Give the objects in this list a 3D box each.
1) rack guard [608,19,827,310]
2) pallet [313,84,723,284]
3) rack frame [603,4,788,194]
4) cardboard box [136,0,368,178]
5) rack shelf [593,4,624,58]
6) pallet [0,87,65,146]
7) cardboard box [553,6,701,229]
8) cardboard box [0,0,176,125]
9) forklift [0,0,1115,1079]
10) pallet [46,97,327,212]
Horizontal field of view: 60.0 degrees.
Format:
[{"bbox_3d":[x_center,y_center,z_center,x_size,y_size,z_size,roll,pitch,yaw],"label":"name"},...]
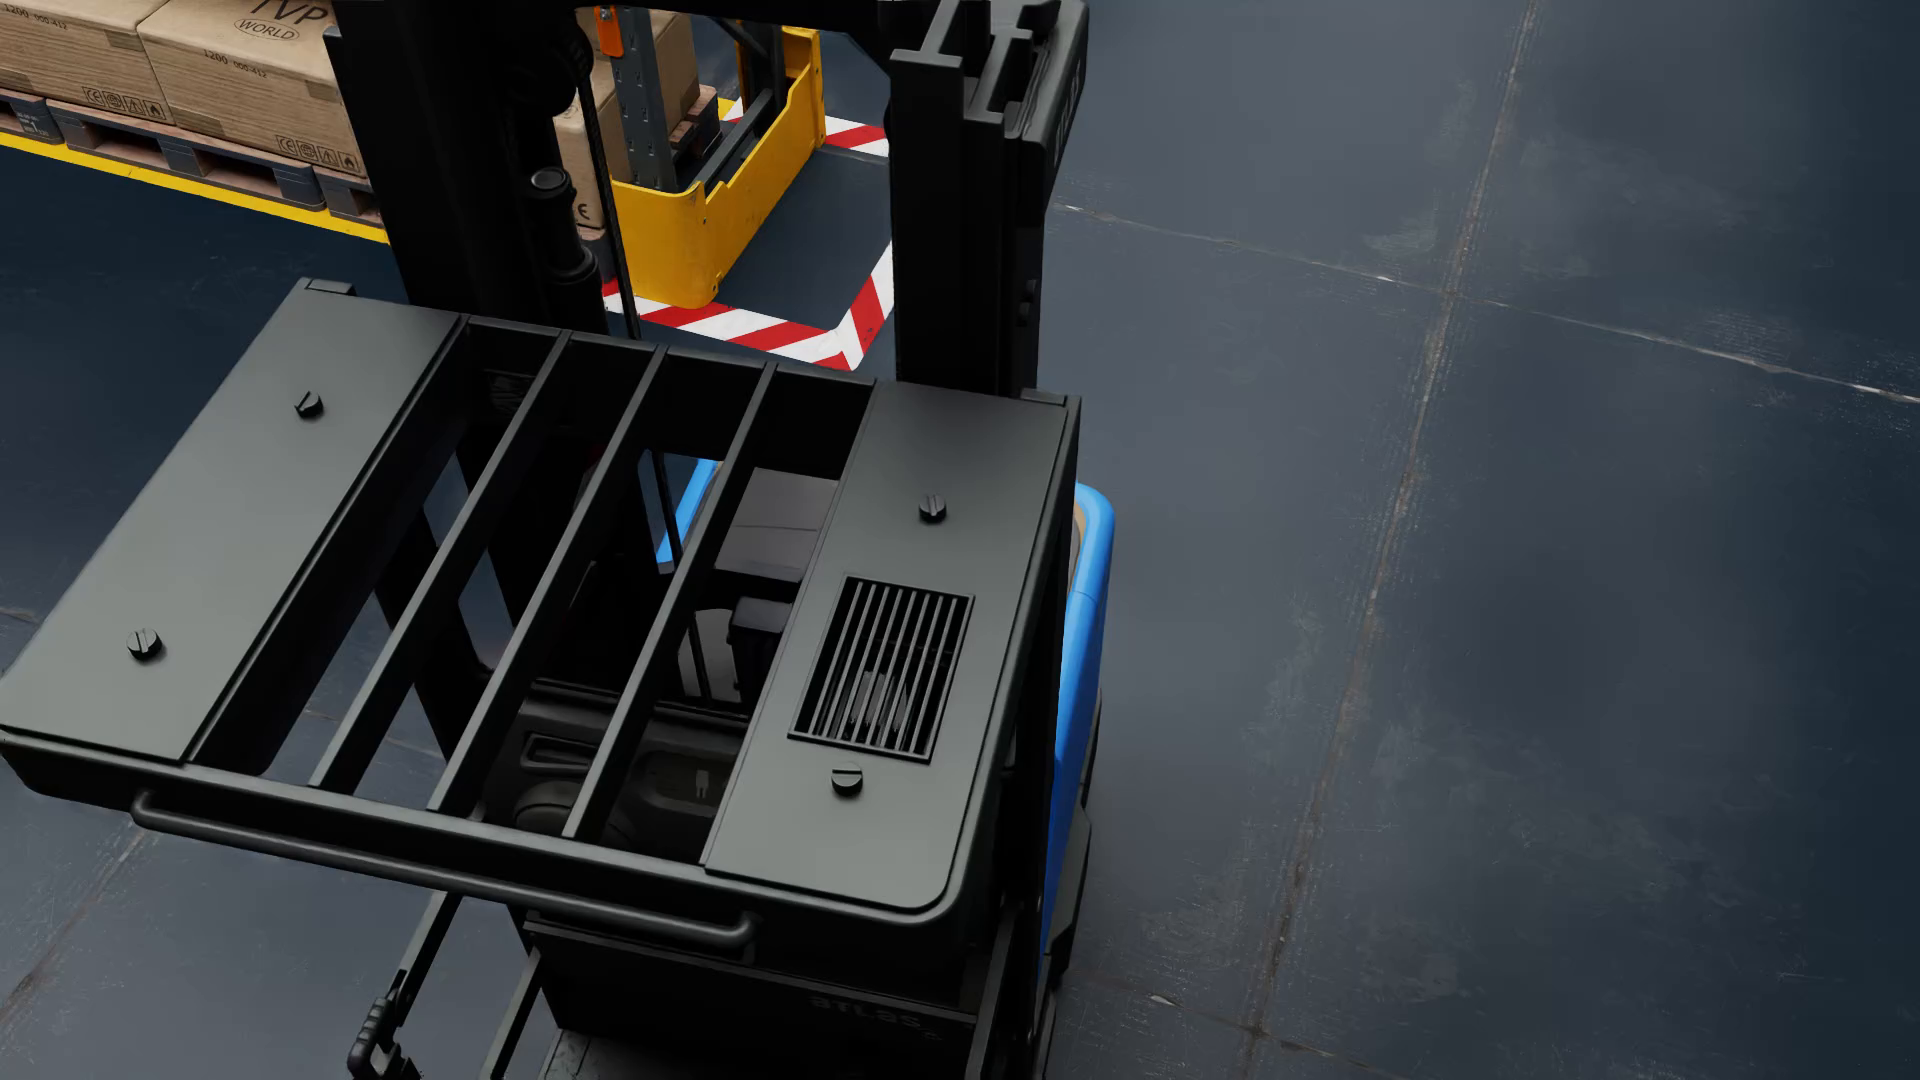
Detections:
[{"bbox_3d":[-0.879,-1.435,6.163,0.348,0.500,1.175,16,51,13],"label":"rack guard"},{"bbox_3d":[-1.678,-1.501,6.411,1.213,0.211,1.003,16,51,13],"label":"pallet"},{"bbox_3d":[-0.901,-2.260,5.224,0.127,3.000,1.000,16,51,13],"label":"rack frame"},{"bbox_3d":[-2.416,-1.894,6.325,0.875,0.438,0.875,17,51,14],"label":"cardboard box"},{"bbox_3d":[-2.777,-2.549,5.950,4.000,0.370,1.077,16,51,13],"label":"rack shelf"},{"bbox_3d":[-3.967,-2.140,6.965,1.213,0.211,1.003,16,51,13],"label":"pallet"},{"bbox_3d":[-1.555,-1.661,6.122,0.875,0.438,0.875,14,51,12],"label":"cardboard box"},{"bbox_3d":[-3.261,-2.132,6.530,0.875,0.438,0.875,14,51,12],"label":"cardboard box"},{"bbox_3d":[-0.439,0.627,2.767,1.130,2.935,3.031,10,50,8],"label":"forklift"},{"bbox_3d":[-2.819,-1.822,6.689,1.213,0.211,1.003,16,51,13],"label":"pallet"}]
